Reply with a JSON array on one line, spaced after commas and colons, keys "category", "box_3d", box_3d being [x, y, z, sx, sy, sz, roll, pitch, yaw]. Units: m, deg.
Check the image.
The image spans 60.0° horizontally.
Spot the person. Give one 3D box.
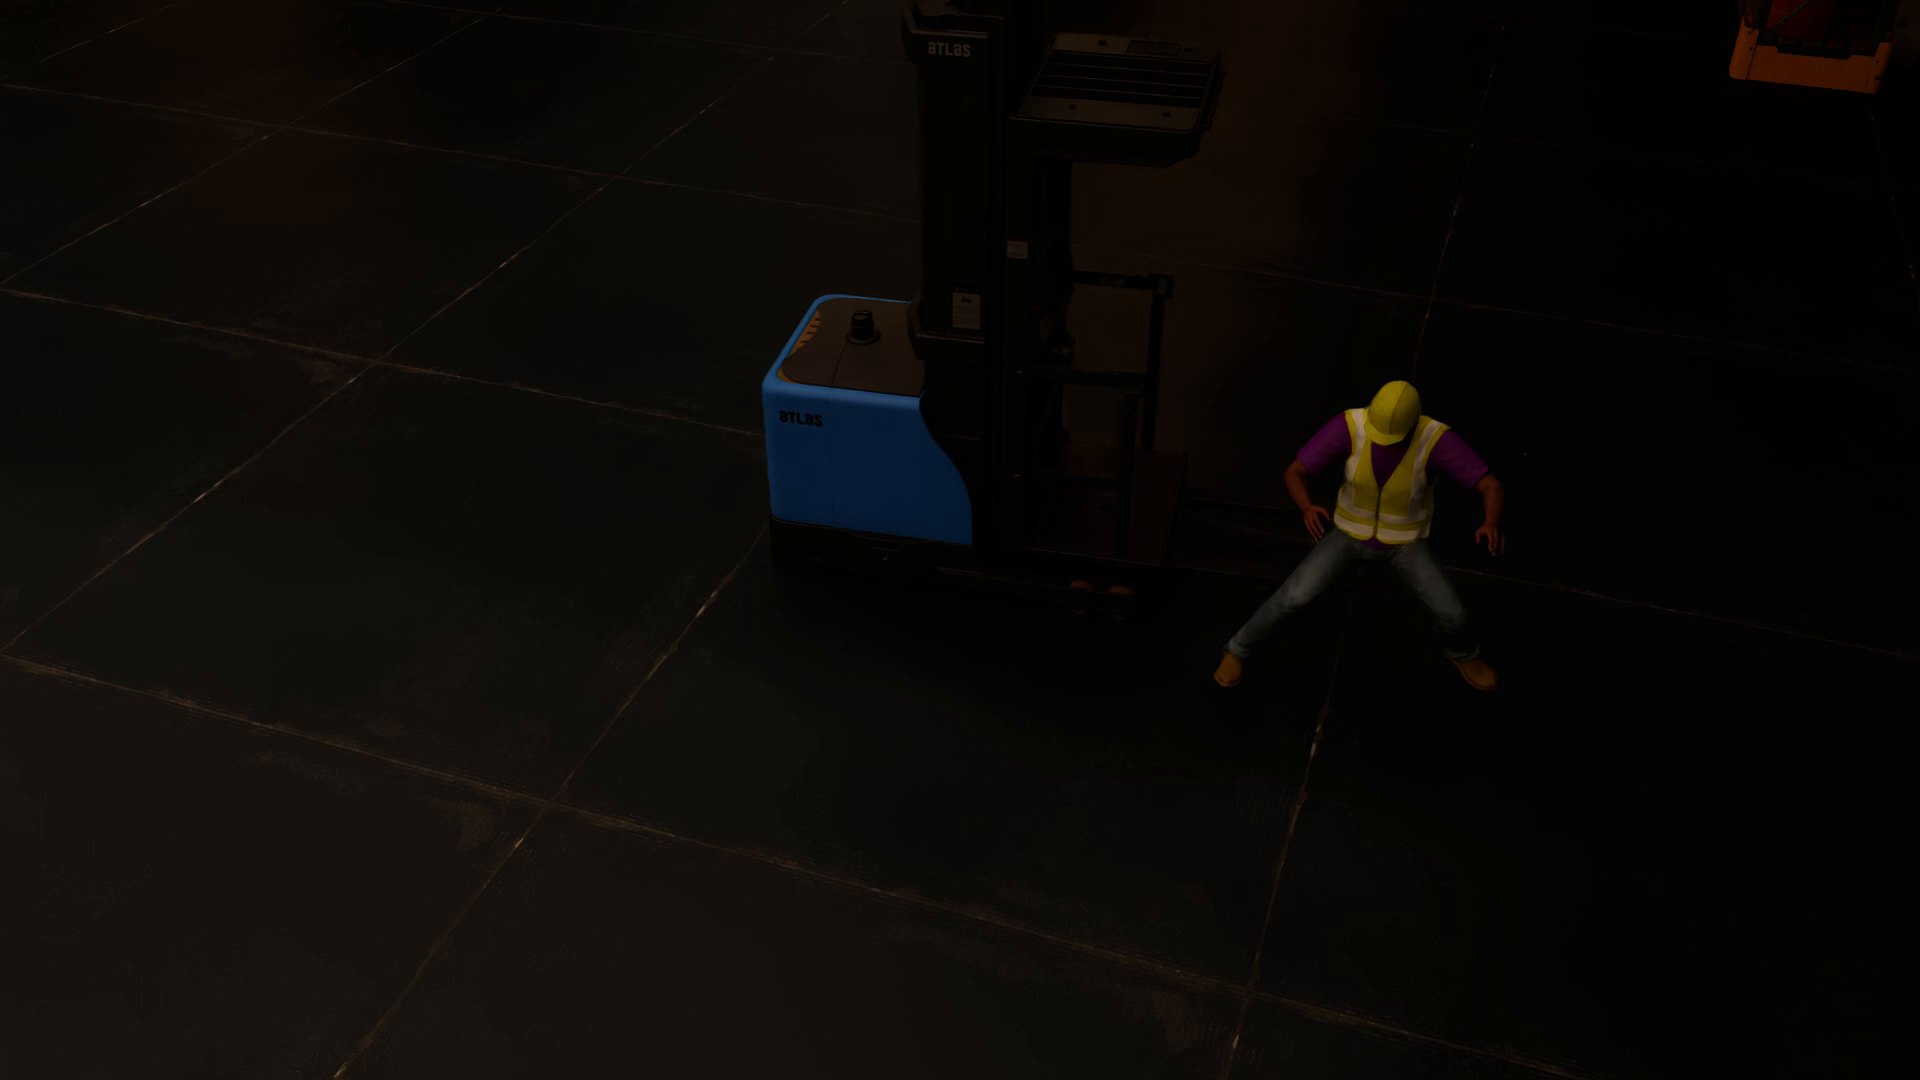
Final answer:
[{"category": "person", "box_3d": [1.832, 0.015, 7.226, 1.222, 1.533, 0.719, 14, 38, 18]}]

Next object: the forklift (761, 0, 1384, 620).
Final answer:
[{"category": "forklift", "box_3d": [0.613, -1.147, 7.728, 3.031, 2.935, 1.130, 7, 36, 10]}]
